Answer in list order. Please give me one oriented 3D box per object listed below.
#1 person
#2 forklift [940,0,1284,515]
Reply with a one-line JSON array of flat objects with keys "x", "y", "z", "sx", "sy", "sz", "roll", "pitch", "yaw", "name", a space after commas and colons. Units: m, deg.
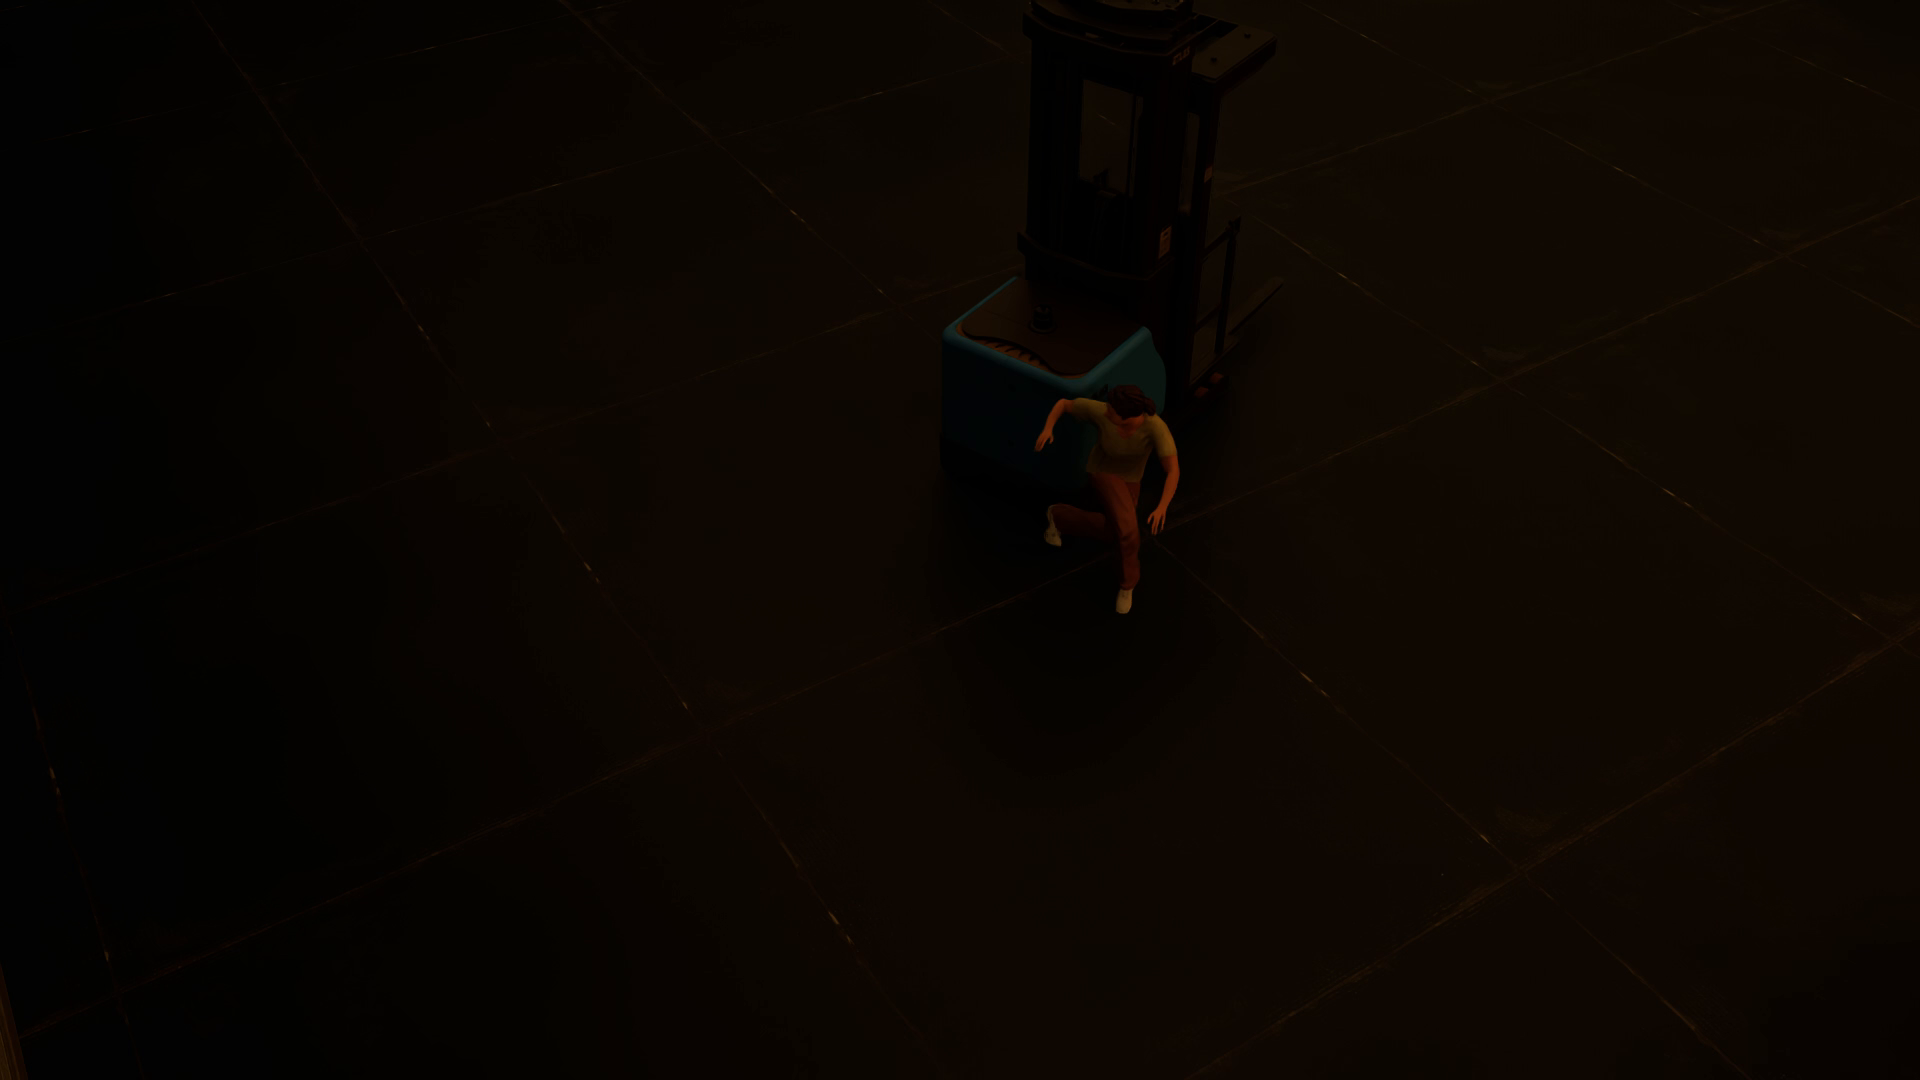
[{"x": 0.786, "y": -0.253, "z": 9.305, "sx": 0.763, "sy": 1.441, "sz": 1.068, "roll": -7, "pitch": 42, "yaw": -8, "name": "person"}, {"x": 1.154, "y": -2.132, "z": 10.310, "sx": 1.130, "sy": 2.935, "sz": 3.031, "roll": 26, "pitch": 47, "yaw": 27, "name": "forklift"}]
